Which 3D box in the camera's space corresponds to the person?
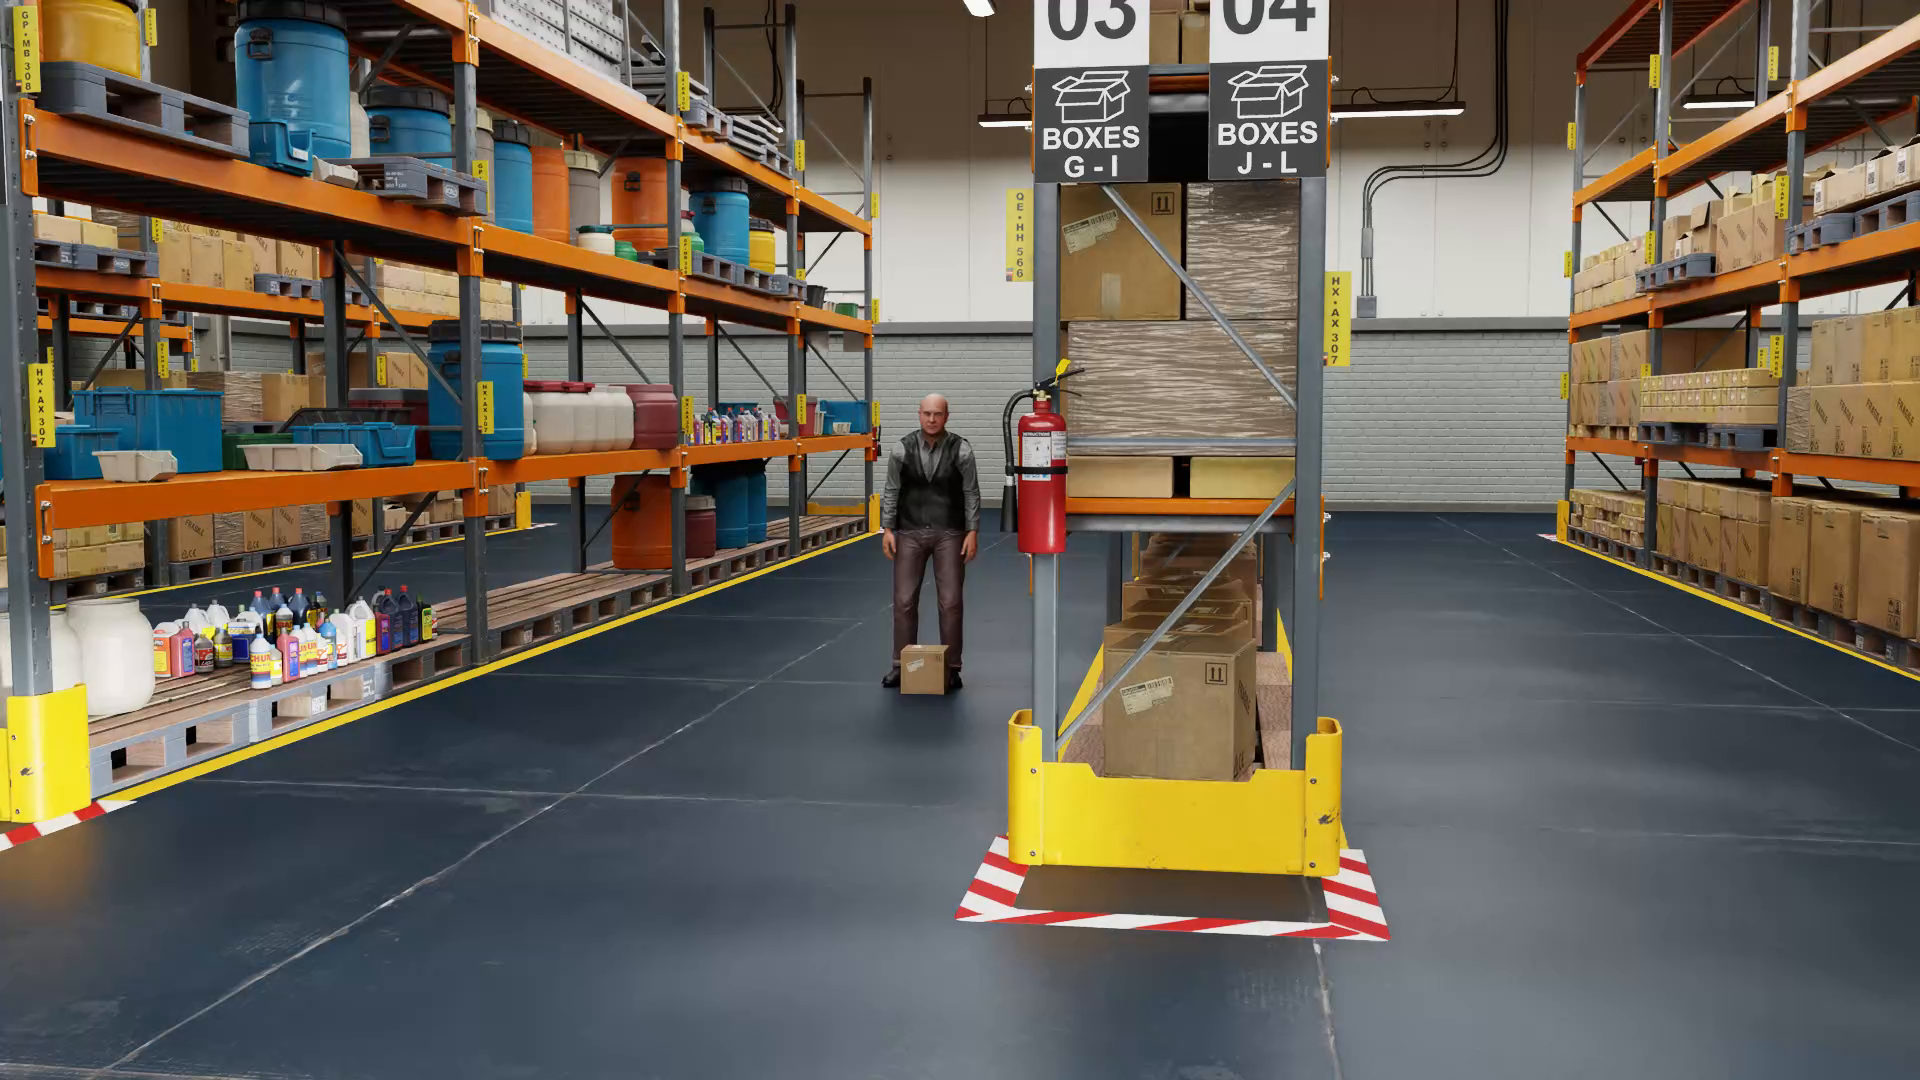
[{"bbox_3d":[-0.171,-0.005,9.855,0.583,1.719,0.424,0,4,6],"label":"person"}]
